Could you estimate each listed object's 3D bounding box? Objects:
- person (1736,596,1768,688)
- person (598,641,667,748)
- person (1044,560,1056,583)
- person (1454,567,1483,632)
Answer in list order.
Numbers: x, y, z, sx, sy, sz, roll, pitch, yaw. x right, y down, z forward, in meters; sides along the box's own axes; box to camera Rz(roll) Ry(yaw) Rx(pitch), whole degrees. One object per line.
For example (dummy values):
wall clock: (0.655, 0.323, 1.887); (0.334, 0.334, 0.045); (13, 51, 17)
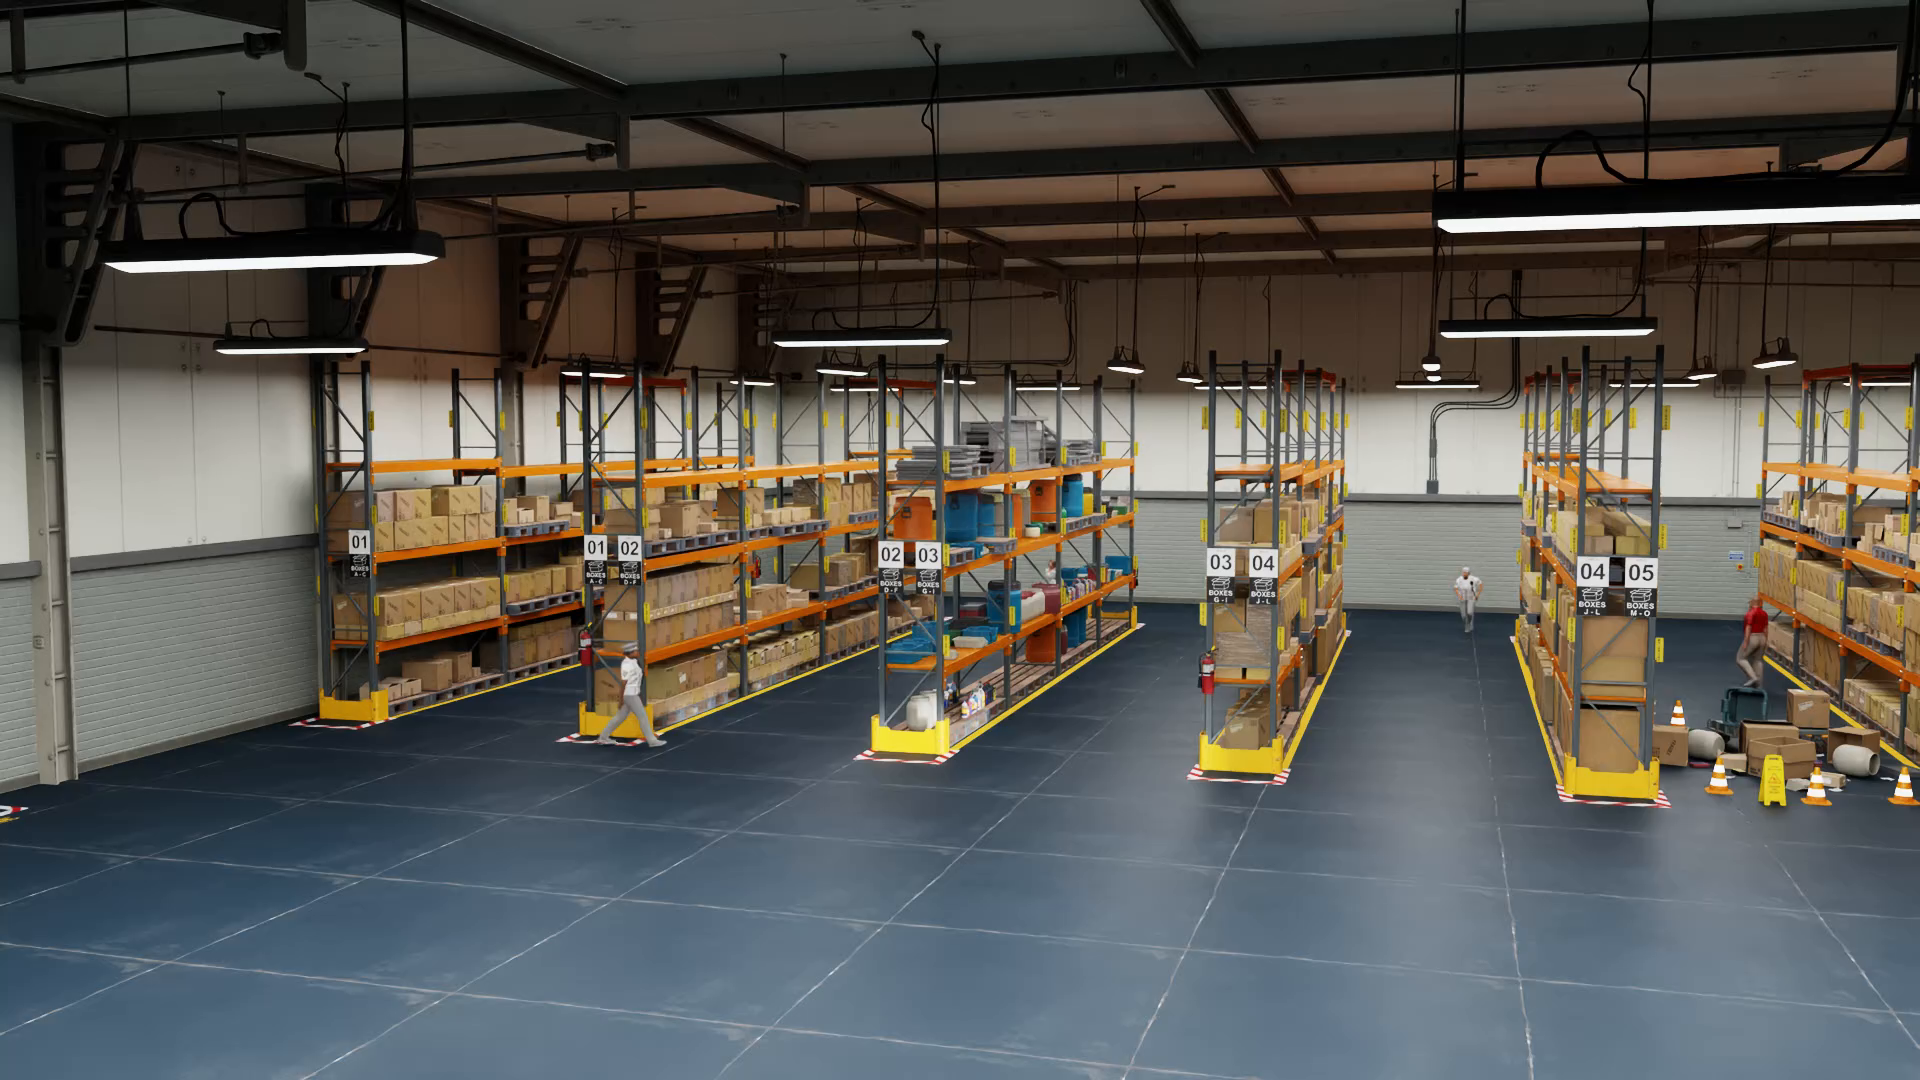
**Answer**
person: (14.876, 1.919, 31.098); (0.587, 1.724, 0.481); (-2, 4, -22)
person: (-5.032, 2.365, 25.521); (1.065, 1.614, 0.517); (0, 4, -5)
person: (2.230, 1.264, 41.059); (0.419, 1.573, 0.445); (3, 5, 40)
person: (12.017, 1.410, 39.289); (0.646, 1.577, 0.733); (2, 5, 26)
